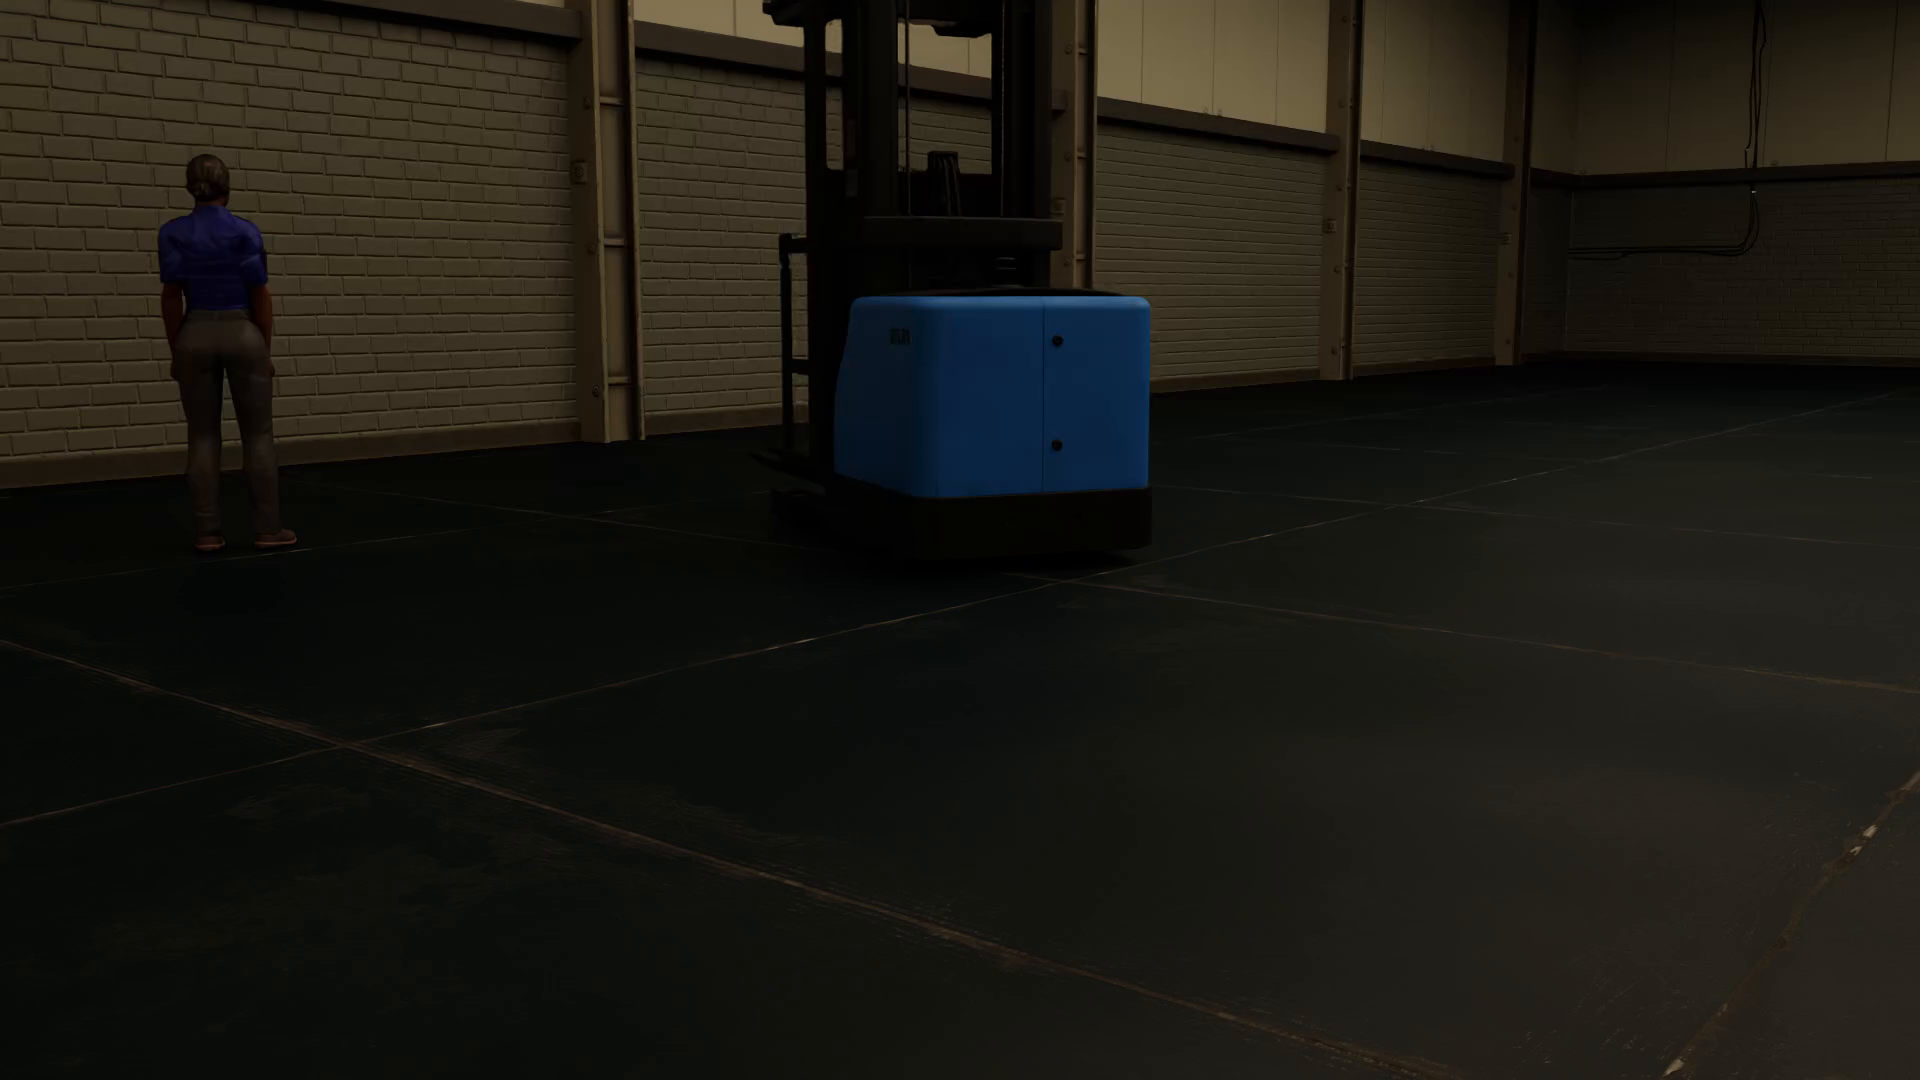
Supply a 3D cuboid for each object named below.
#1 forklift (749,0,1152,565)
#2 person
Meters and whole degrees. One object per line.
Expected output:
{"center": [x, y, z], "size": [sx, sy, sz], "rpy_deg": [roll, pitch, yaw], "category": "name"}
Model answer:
{"center": [-0.260, -1.527, 7.717], "size": [1.130, 2.935, 3.031], "rpy_deg": [-3, 9, -23], "category": "forklift"}
{"center": [-3.111, -0.783, 7.044], "size": [0.453, 1.660, 0.340], "rpy_deg": [-2, 9, -14], "category": "person"}
